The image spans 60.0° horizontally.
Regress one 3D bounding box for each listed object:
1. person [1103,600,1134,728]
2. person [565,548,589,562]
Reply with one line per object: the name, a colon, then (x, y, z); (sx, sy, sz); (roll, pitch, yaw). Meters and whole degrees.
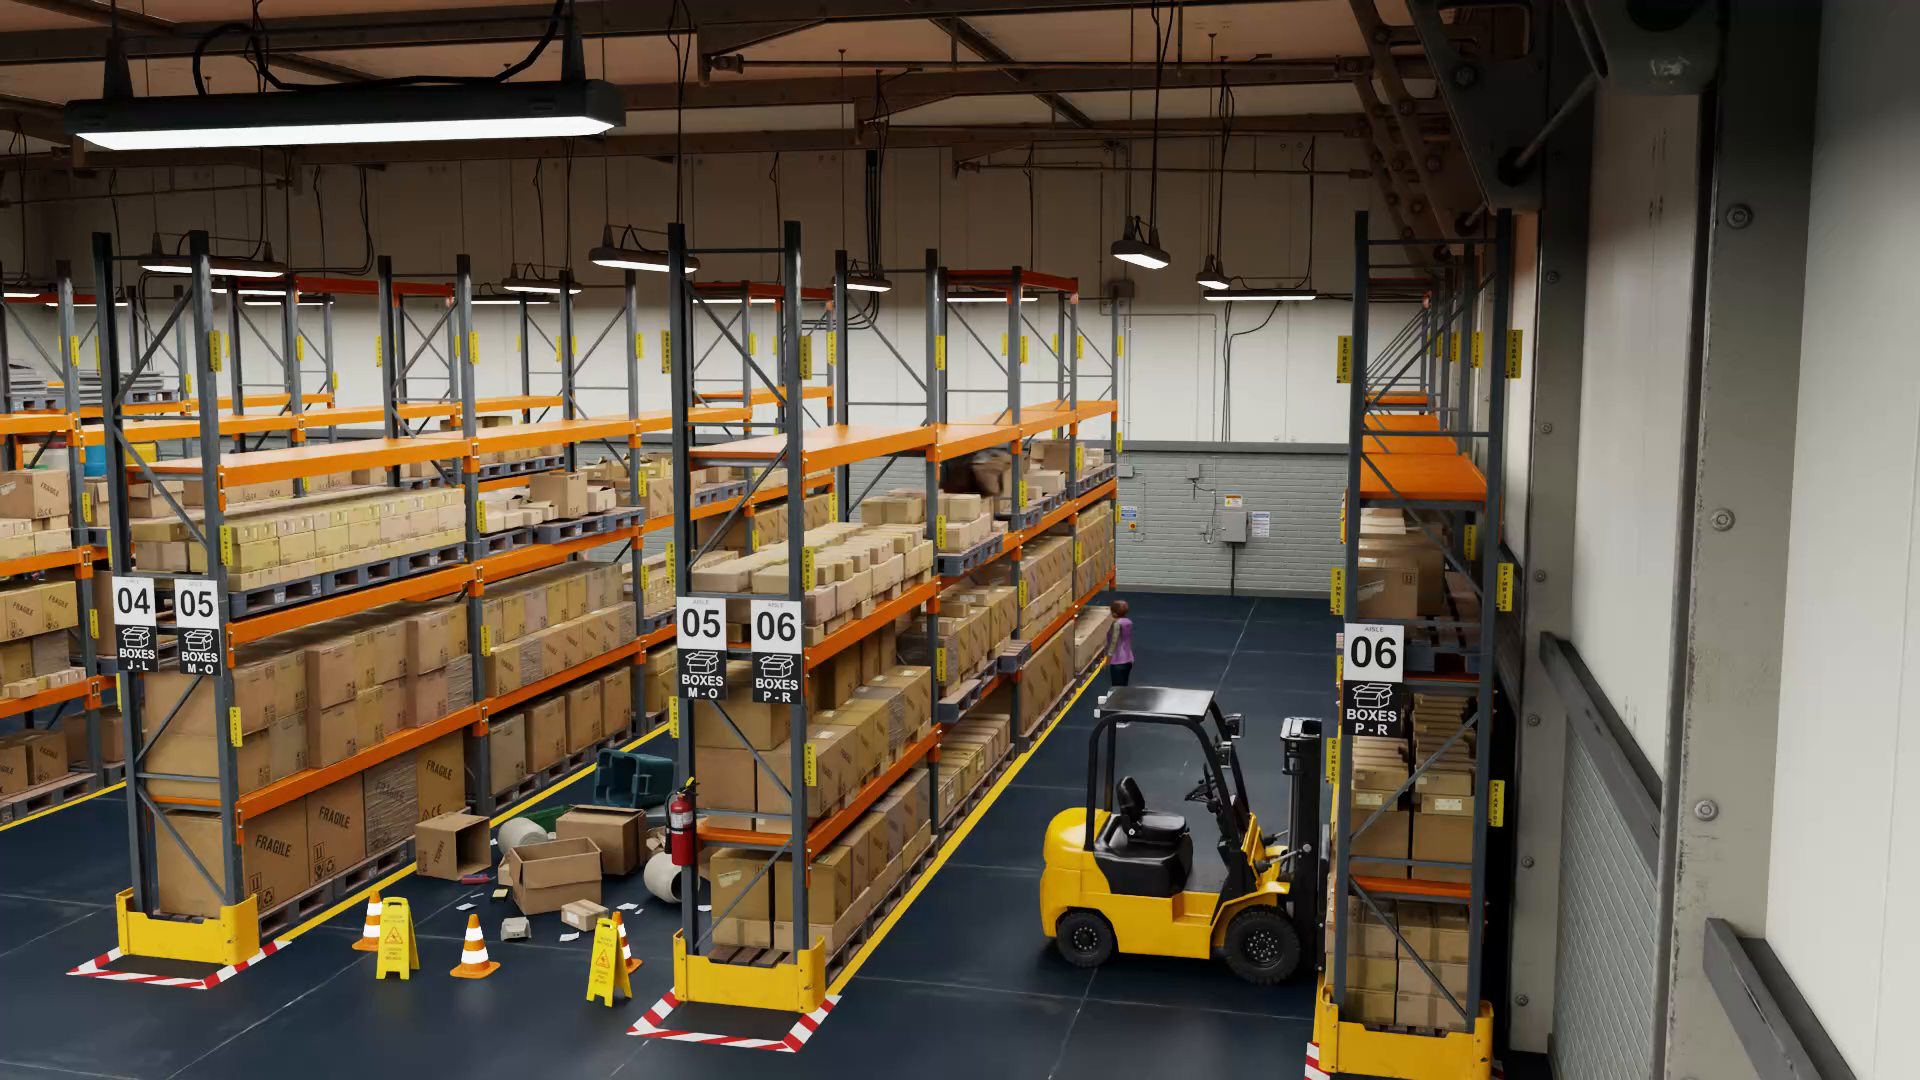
person: (1.996, 1.550, 20.743); (0.329, 1.607, 0.433); (5, 8, 34)
person: (-7.632, 0.302, 32.988); (0.691, 1.673, 1.039); (4, 8, 32)
